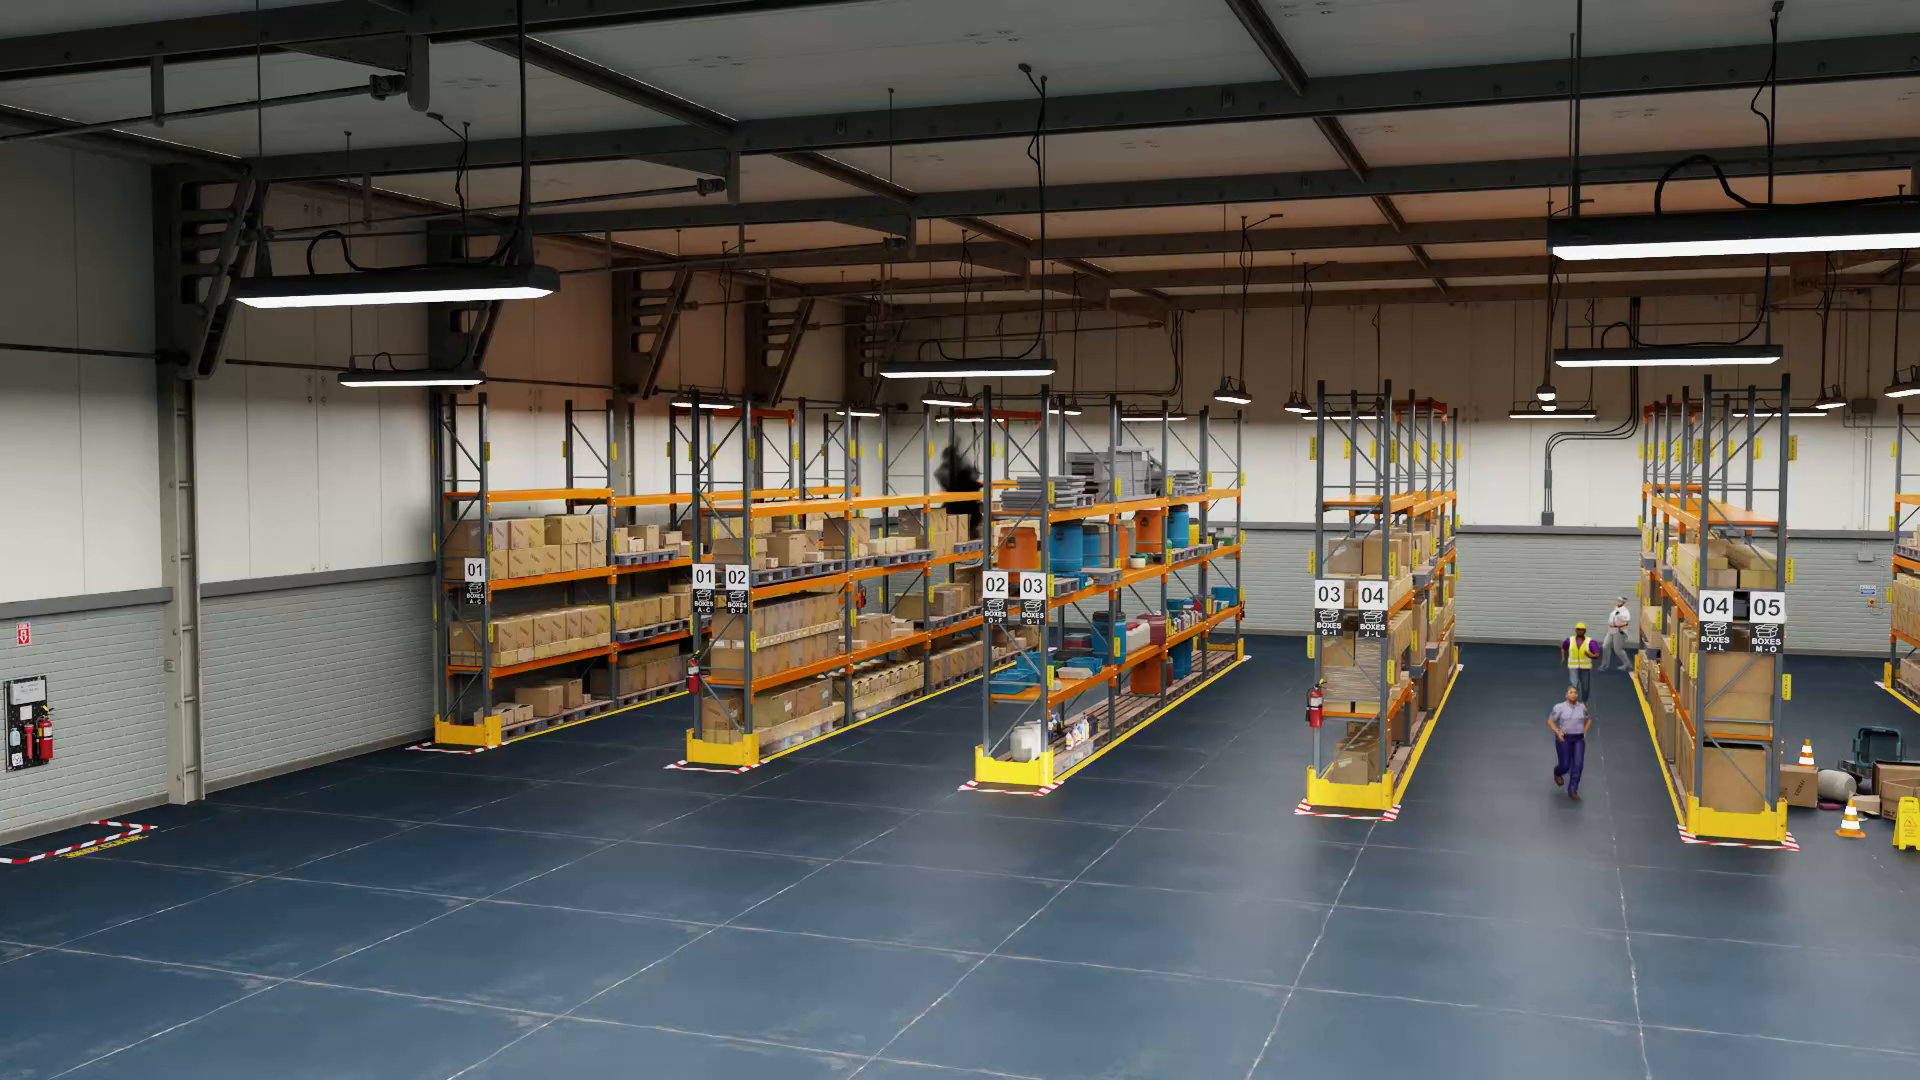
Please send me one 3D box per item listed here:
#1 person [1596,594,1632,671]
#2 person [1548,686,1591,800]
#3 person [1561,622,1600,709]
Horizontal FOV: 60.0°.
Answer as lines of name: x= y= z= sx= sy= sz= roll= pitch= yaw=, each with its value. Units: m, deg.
person: x=14.921 y=2.108 z=37.712 sx=0.712 sy=1.766 sz=0.724 roll=0 pitch=3 yaw=-6
person: x=8.843 y=2.917 z=24.088 sx=0.625 sy=1.597 sz=0.726 roll=0 pitch=3 yaw=3
person: x=11.672 y=2.424 z=31.319 sx=0.701 sy=1.750 sz=0.990 roll=1 pitch=3 yaw=22
